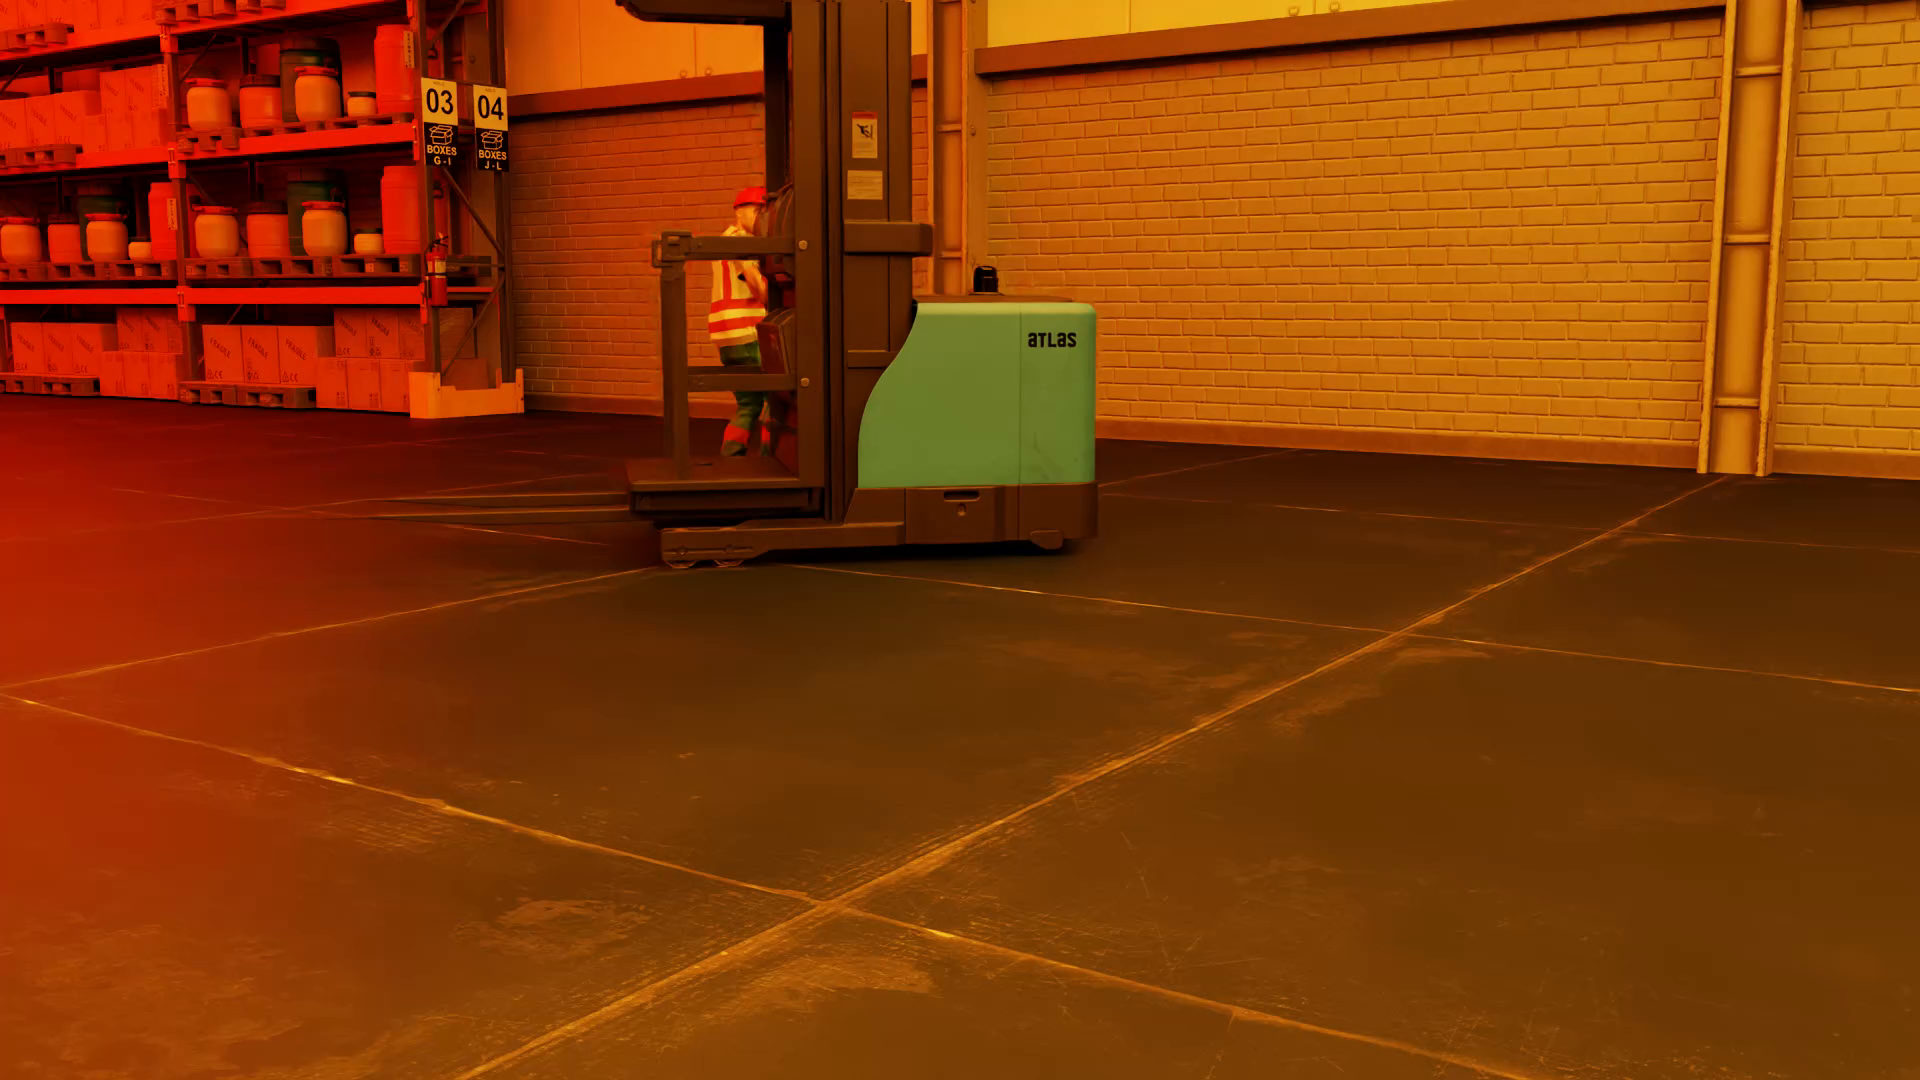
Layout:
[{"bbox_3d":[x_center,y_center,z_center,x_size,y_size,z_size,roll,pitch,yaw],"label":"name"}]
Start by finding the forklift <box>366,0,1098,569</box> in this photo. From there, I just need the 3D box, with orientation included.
[{"bbox_3d":[-0.975,-1.414,7.135,3.031,2.935,1.130,-2,8,-12],"label":"forklift"}]

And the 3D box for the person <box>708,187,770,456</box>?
[{"bbox_3d":[-1.195,-1.153,9.595,0.515,1.736,0.747,-5,10,-33],"label":"person"}]
